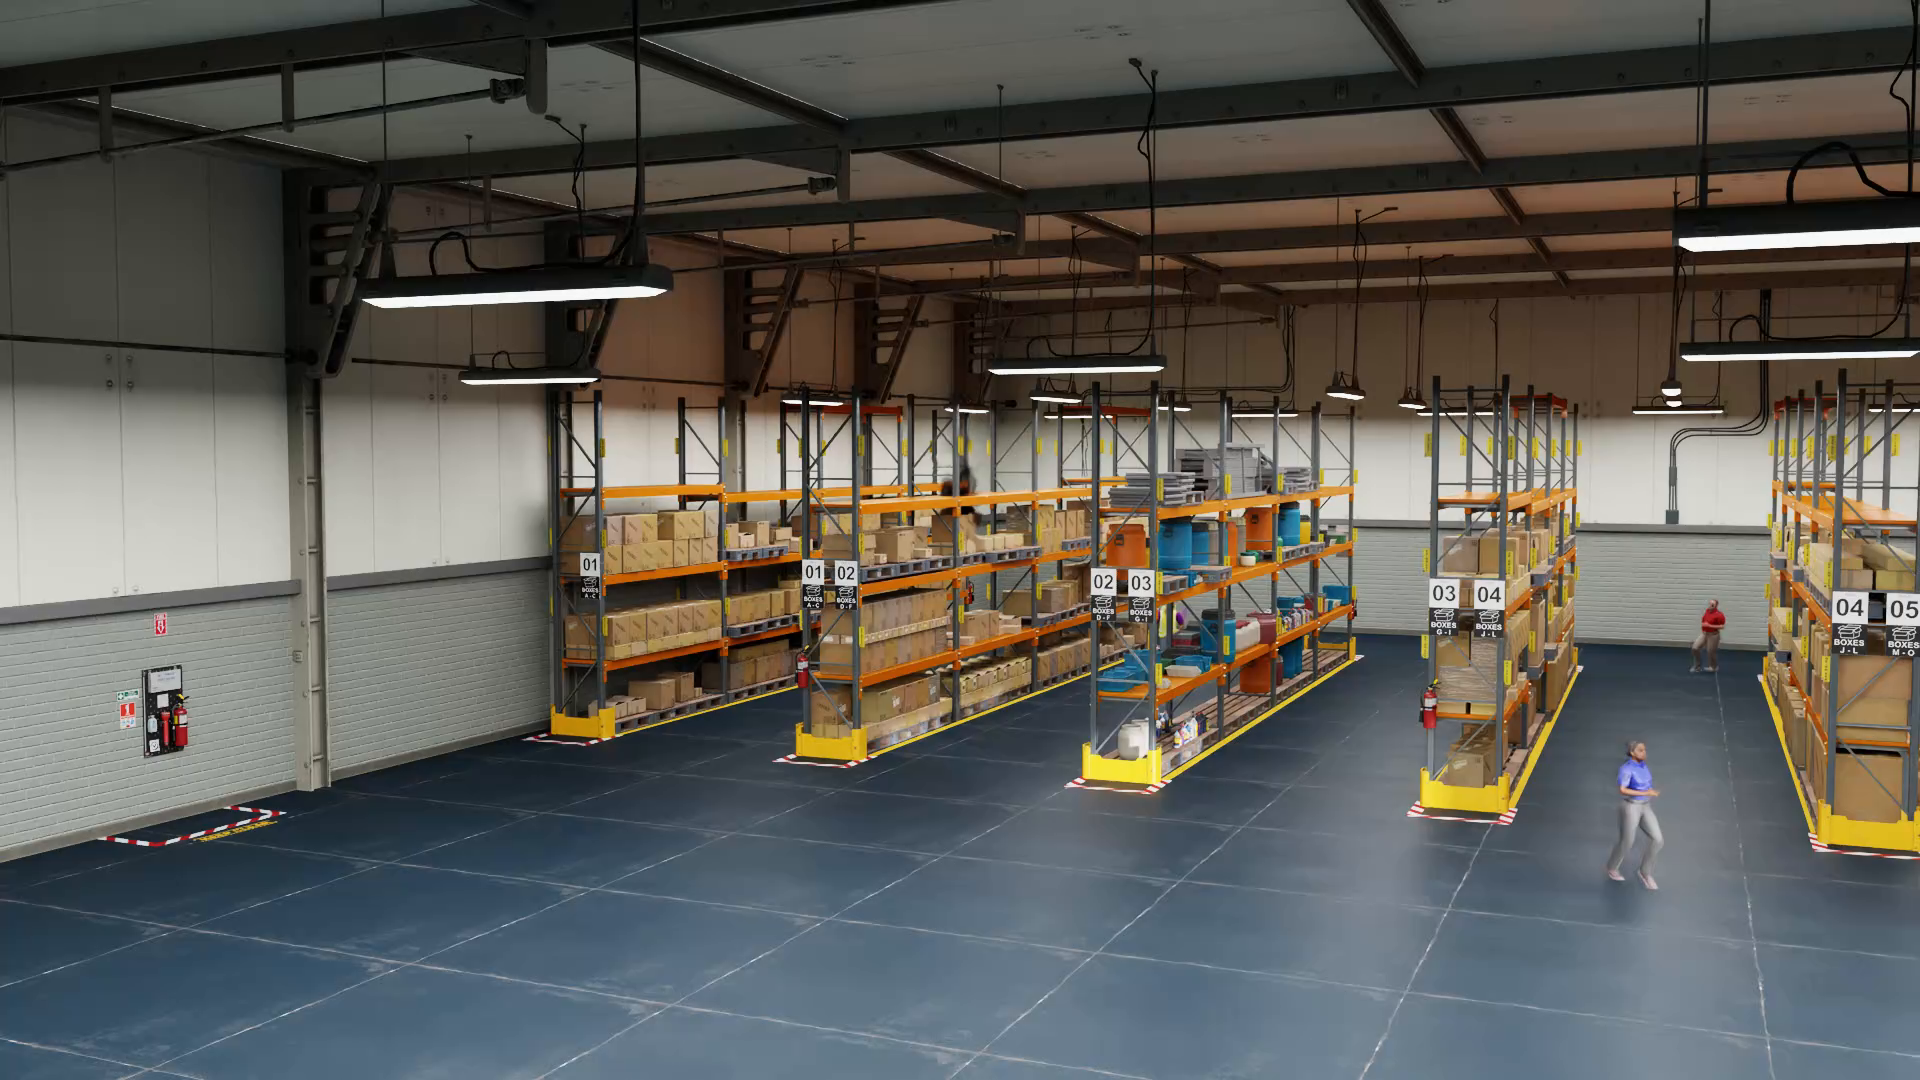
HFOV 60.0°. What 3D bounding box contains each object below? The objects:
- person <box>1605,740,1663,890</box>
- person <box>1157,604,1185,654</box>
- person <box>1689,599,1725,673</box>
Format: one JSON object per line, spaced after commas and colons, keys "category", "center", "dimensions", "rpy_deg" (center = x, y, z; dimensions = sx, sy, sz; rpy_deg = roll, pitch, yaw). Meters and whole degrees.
{"category": "person", "center": [7.702, 3.139, 18.979], "dimensions": [0.625, 1.700, 0.708], "rpy_deg": [-2, 4, -30]}
{"category": "person", "center": [4.576, 2.132, 36.533], "dimensions": [0.701, 1.726, 0.616], "rpy_deg": [1, 3, 12]}
{"category": "person", "center": [16.622, 2.145, 36.851], "dimensions": [0.727, 1.707, 0.799], "rpy_deg": [-1, 3, -23]}
